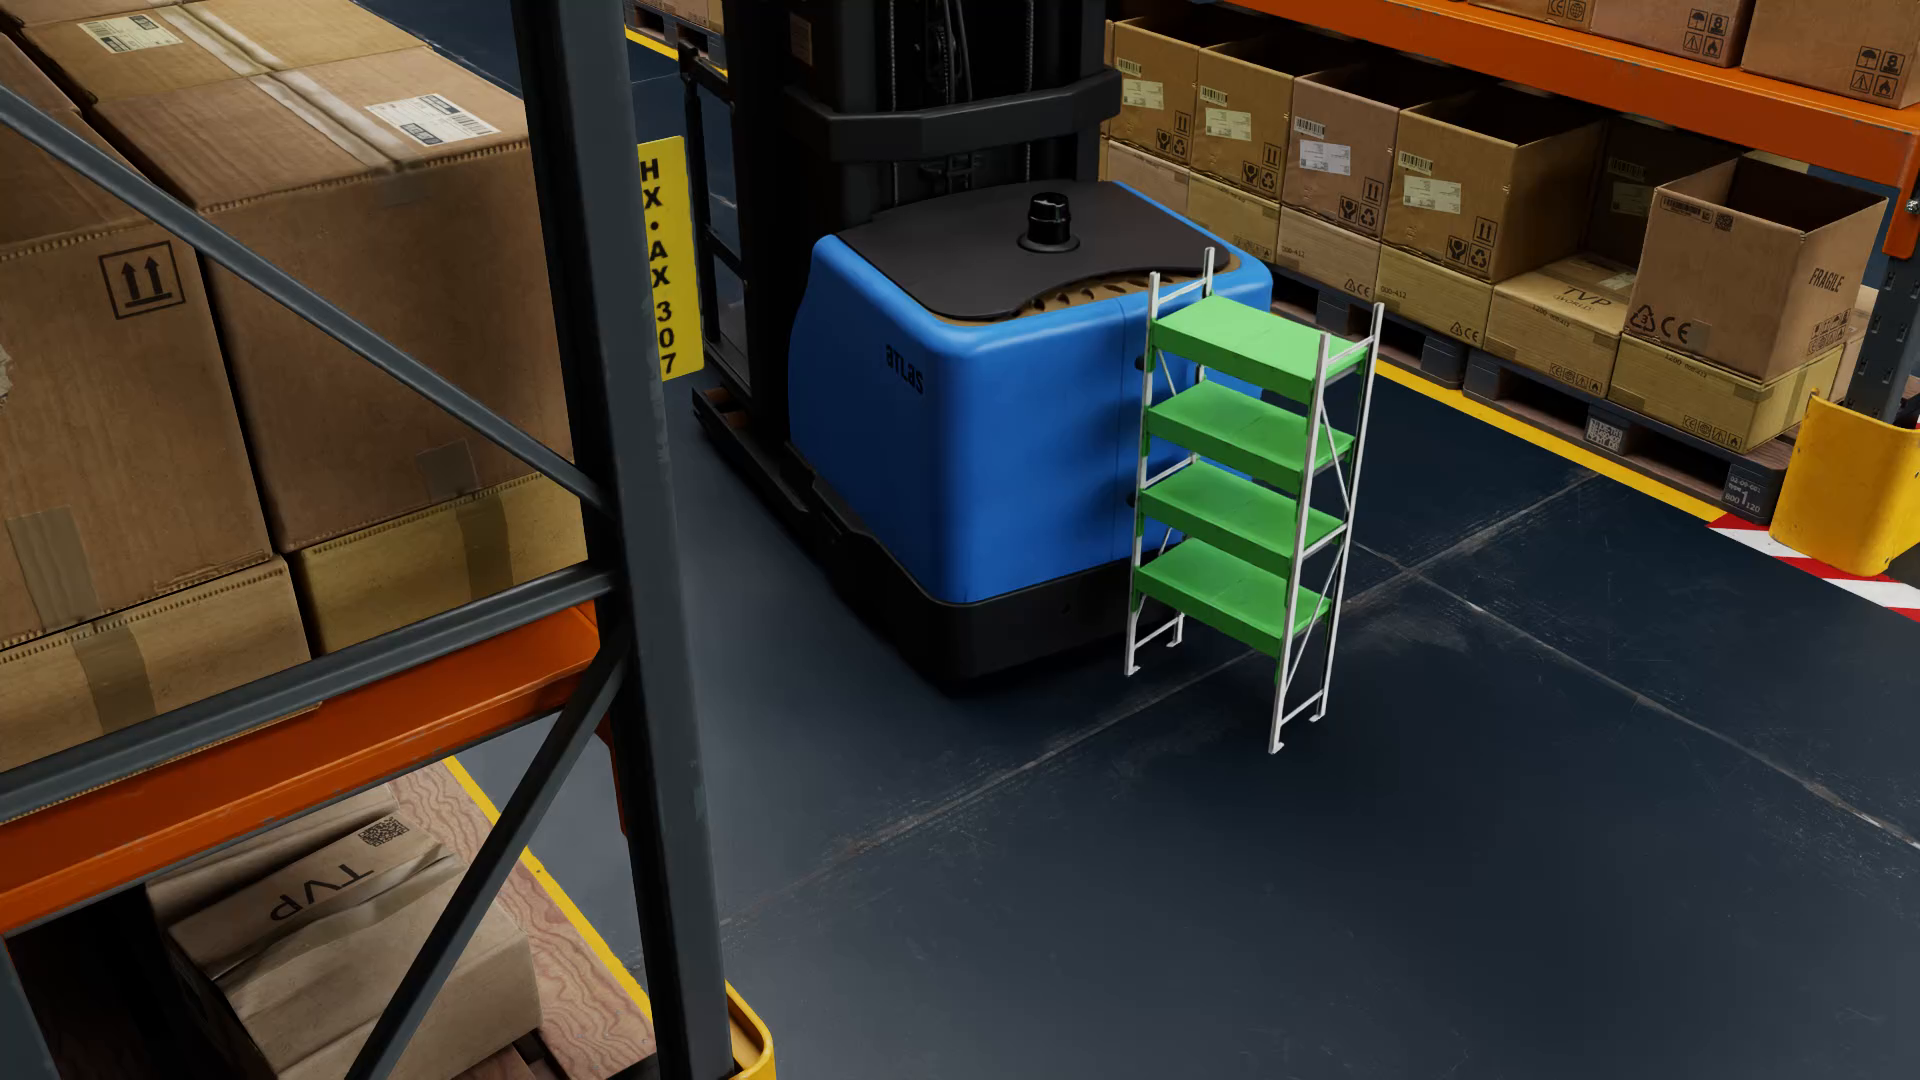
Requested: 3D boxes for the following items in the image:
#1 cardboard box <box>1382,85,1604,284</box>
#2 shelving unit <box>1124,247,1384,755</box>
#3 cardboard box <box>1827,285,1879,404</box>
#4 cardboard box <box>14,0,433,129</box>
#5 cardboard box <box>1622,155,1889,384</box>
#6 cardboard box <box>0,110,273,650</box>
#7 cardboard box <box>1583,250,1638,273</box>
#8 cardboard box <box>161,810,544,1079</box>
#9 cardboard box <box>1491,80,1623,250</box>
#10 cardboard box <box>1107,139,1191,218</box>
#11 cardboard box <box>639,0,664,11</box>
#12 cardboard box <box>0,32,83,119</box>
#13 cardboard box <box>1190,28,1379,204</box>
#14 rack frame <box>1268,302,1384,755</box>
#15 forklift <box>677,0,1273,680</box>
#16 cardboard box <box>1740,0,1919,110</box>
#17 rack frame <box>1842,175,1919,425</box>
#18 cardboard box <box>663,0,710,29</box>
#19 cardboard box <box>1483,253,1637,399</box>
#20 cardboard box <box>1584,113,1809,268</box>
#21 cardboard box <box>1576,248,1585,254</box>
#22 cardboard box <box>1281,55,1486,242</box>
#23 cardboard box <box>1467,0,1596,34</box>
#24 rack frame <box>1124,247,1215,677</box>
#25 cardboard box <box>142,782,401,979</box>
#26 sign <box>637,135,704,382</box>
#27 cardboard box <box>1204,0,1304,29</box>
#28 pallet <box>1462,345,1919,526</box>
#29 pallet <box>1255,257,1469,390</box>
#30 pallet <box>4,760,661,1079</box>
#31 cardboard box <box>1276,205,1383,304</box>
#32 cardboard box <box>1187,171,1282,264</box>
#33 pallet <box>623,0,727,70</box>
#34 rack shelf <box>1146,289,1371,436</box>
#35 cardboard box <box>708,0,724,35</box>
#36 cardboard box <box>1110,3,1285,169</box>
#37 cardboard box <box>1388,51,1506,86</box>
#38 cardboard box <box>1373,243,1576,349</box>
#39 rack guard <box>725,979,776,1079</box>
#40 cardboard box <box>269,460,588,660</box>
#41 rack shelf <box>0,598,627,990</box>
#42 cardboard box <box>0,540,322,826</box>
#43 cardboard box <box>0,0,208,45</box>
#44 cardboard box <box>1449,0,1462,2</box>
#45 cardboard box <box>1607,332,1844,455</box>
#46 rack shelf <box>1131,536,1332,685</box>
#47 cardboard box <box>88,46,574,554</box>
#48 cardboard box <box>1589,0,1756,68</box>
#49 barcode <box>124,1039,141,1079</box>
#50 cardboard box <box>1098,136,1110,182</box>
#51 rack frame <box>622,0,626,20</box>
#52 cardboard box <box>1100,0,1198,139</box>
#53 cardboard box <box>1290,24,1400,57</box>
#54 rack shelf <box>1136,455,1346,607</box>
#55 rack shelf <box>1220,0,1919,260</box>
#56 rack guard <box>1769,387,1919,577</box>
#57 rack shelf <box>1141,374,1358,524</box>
[{"bbox_3d":[1.903,-1.286,5.976,0.500,0.500,0.500,-22,38,-31],"label":"cardboard box"},{"bbox_3d":[0.721,-0.085,4.250,0.503,1.200,0.258,27,41,36],"label":"shelving unit"},{"bbox_3d":[2.939,-0.724,5.781,0.500,0.250,0.500,-22,38,-31],"label":"cardboard box"},{"bbox_3d":[-1.169,-0.583,2.758,0.500,0.500,0.500,-22,38,-31],"label":"cardboard box"},{"bbox_3d":[2.528,-0.874,5.312,0.500,0.500,0.500,-22,38,-31],"label":"cardboard box"},{"bbox_3d":[-1.276,-0.205,2.150,0.500,0.500,0.500,-23,38,-32],"label":"cardboard box"},{"bbox_3d":[2.629,-0.931,6.114,0.500,0.250,0.500,-22,38,-31],"label":"cardboard box"},{"bbox_3d":[-1.172,0.824,3.212,0.500,0.311,0.500,-27,41,-36],"label":"cardboard box"},{"bbox_3d":[2.314,-1.455,6.246,0.500,0.500,0.500,-22,38,-31],"label":"cardboard box"},{"bbox_3d":[0.987,-1.594,7.182,0.500,0.250,0.500,-22,38,-31],"label":"cardboard box"},{"bbox_3d":[-1.725,-3.449,10.169,0.500,0.250,0.500,-22,38,-32],"label":"cardboard box"},{"bbox_3d":[-1.577,-0.418,2.492,0.500,0.500,0.500,-22,38,-31],"label":"cardboard box"},{"bbox_3d":[1.290,-1.703,6.646,0.500,0.500,0.500,-22,38,-31],"label":"cardboard box"},{"bbox_3d":[0.895,0.005,4.105,0.015,1.200,0.240,27,41,36],"label":"rack frame"},{"bbox_3d":[-0.281,-1.622,5.083,1.130,2.935,3.031,-15,35,-23],"label":"forklift"},{"bbox_3d":[2.816,-1.659,4.984,0.700,0.500,0.500,-22,38,-31],"label":"cardboard box"},{"bbox_3d":[3.092,-1.418,4.690,1.000,3.000,0.127,-22,38,-31],"label":"rack frame"},{"bbox_3d":[-1.416,-3.240,9.832,0.500,0.250,0.500,-23,39,-33],"label":"cardboard box"},{"bbox_3d":[2.214,-0.761,5.840,0.500,0.250,0.500,-22,38,-31],"label":"cardboard box"},{"bbox_3d":[2.631,-1.250,5.918,0.500,0.500,0.500,-22,38,-31],"label":"cardboard box"},{"bbox_3d":[2.323,-1.140,6.450,0.500,0.250,0.500,-22,38,-31],"label":"cardboard box"},{"bbox_3d":[1.598,-1.495,6.312,0.500,0.500,0.500,-22,38,-31],"label":"cardboard box"},{"bbox_3d":[2.190,-2.086,5.670,0.700,0.500,0.500,-22,38,-31],"label":"cardboard box"},{"bbox_3d":[0.547,-0.175,4.395,0.015,1.200,0.240,27,41,36],"label":"rack frame"},{"bbox_3d":[-1.521,0.586,3.595,0.500,0.311,0.500,-19,37,-28],"label":"cardboard box"},{"bbox_3d":[-0.390,-0.357,2.162,0.100,0.325,0.005,-22,38,-31],"label":"sign"},{"bbox_3d":[1.394,-2.080,7.252,0.500,0.500,0.500,-22,38,-31],"label":"cardboard box"},{"bbox_3d":[2.590,-0.539,5.918,1.003,0.211,1.213,-22,38,-31],"label":"pallet"},{"bbox_3d":[1.846,-1.047,6.736,1.003,0.211,1.213,-22,38,-31],"label":"pallet"},{"bbox_3d":[-1.336,0.989,3.458,1.003,0.211,1.213,-22,38,-31],"label":"pallet"},{"bbox_3d":[1.600,-1.178,6.511,0.500,0.250,0.500,-22,38,-31],"label":"cardboard box"},{"bbox_3d":[1.289,-1.384,6.844,0.500,0.250,0.500,-22,38,-31],"label":"cardboard box"},{"bbox_3d":[-1.340,-3.212,10.222,1.003,0.211,1.213,-22,38,-31],"label":"pallet"},{"bbox_3d":[0.721,-0.439,4.031,0.480,0.148,0.258,27,41,36],"label":"rack shelf"},{"bbox_3d":[-1.092,-3.026,9.486,0.500,0.250,0.500,-23,39,-33],"label":"cardboard box"},{"bbox_3d":[0.989,-1.914,6.986,0.500,0.500,0.500,-22,38,-31],"label":"cardboard box"},{"bbox_3d":[2.021,-1.669,6.591,0.500,0.500,0.500,-22,38,-31],"label":"cardboard box"},{"bbox_3d":[1.906,-0.969,6.175,0.500,0.250,0.500,-22,38,-31],"label":"cardboard box"},{"bbox_3d":[-0.865,1.216,2.818,1.175,0.500,0.348,-22,38,-31],"label":"rack guard"},{"bbox_3d":[-0.867,-0.065,2.635,0.500,0.250,0.500,-24,39,-33],"label":"cardboard box"},{"bbox_3d":[-2.045,-0.342,3.639,1.077,0.370,4.000,-22,38,-31],"label":"rack shelf"},{"bbox_3d":[-1.258,0.109,2.354,0.500,0.250,0.500,-22,38,-31],"label":"cardboard box"},{"bbox_3d":[-1.481,-0.800,3.108,0.500,0.500,0.500,-24,39,-33],"label":"cardboard box"},{"bbox_3d":[1.864,-2.304,6.021,0.700,0.500,0.500,-21,38,-30],"label":"cardboard box"},{"bbox_3d":[2.530,-0.557,5.511,0.500,0.250,0.500,-22,38,-31],"label":"cardboard box"},{"bbox_3d":[0.721,0.173,4.411,0.480,0.148,0.258,27,41,36],"label":"rack shelf"},{"bbox_3d":[-0.874,-0.374,2.421,0.500,0.500,0.500,-22,38,-31],"label":"cardboard box"},{"bbox_3d":[2.490,-1.877,5.334,0.700,0.500,0.500,-21,38,-30],"label":"cardboard box"},{"bbox_3d":[-1.499,0.942,3.013,0.001,0.075,0.075,-22,38,-31],"label":"barcode"},{"bbox_3d":[0.684,-1.804,7.520,0.500,0.250,0.500,-22,38,-31],"label":"cardboard box"},{"bbox_3d":[-1.814,-4.752,10.059,1.000,3.000,0.127,-22,38,-31],"label":"rack frame"},{"bbox_3d":[0.676,-2.120,7.317,0.500,0.500,0.500,-22,38,-31],"label":"cardboard box"},{"bbox_3d":[1.703,-1.872,6.919,0.500,0.500,0.500,-22,38,-31],"label":"cardboard box"},{"bbox_3d":[0.721,-0.031,4.284,0.480,0.148,0.258,27,41,36],"label":"rack shelf"},{"bbox_3d":[1.866,-1.946,6.222,1.077,0.370,4.000,-22,38,-31],"label":"rack shelf"},{"bbox_3d":[3.107,-0.346,5.334,1.175,0.500,0.348,-22,38,-31],"label":"rack guard"},{"bbox_3d":[0.721,-0.235,4.157,0.480,0.148,0.258,27,41,36],"label":"rack shelf"}]
